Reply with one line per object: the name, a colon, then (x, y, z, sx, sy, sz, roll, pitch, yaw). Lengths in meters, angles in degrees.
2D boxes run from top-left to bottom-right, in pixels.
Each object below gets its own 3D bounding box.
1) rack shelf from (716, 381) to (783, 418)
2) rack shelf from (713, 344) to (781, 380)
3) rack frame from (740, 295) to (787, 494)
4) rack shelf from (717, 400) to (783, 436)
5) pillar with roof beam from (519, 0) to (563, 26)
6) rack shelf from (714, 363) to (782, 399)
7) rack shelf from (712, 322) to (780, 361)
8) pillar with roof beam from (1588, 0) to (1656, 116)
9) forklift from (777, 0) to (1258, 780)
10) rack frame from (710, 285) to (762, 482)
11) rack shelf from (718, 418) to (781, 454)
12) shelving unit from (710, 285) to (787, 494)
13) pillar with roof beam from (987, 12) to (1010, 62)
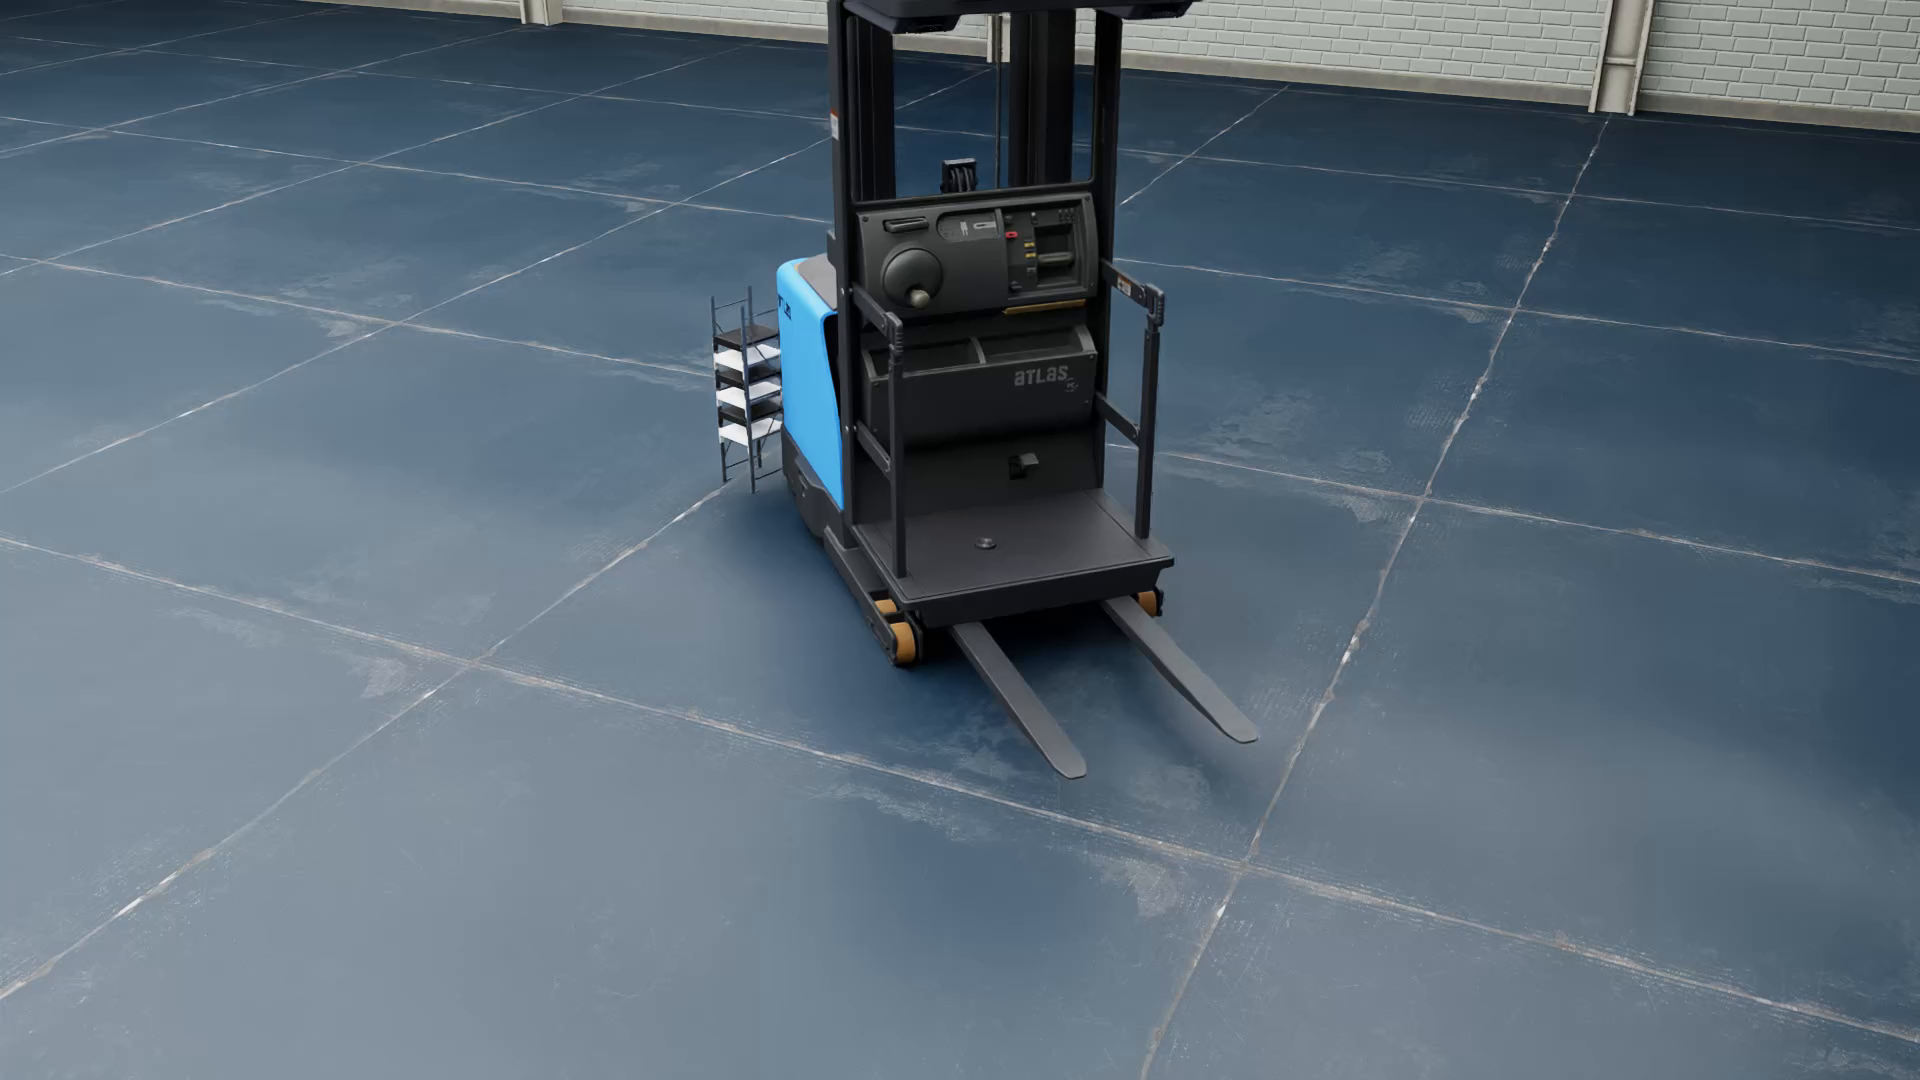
rack shelf: (-0.957, -0.657, 7.641, 0.200, 0.077, 0.258, 22, 34, 37)
rack shelf: (-0.957, -0.818, 7.561, 0.200, 0.077, 0.258, 22, 34, 37)
rack frame: (-0.882, -0.657, 7.565, 0.006, 0.900, 0.240, 22, 34, 37)
rack shelf: (-0.957, -0.576, 7.680, 0.200, 0.077, 0.258, 22, 34, 37)
pillar with roof beam: (-6.722, -8.439, 14.203, 0.400, 9.000, 9.100, 11, 28, 22)
rack shelf: (-0.957, -0.738, 7.601, 0.200, 0.077, 0.258, 22, 34, 37)
rack shelf: (-0.957, -0.899, 7.522, 0.200, 0.077, 0.258, 22, 34, 37)
pillar with roof beam: (4.202, -6.245, 9.746, 0.400, 9.000, 9.100, 11, 28, 22)
forklift: (0.151, -1.045, 6.054, 1.130, 2.935, 3.031, -9, 28, -17)
rack frame: (-1.032, -0.717, 7.688, 0.006, 0.900, 0.240, 22, 34, 37)
rack shelf: (-0.957, -0.495, 7.720, 0.200, 0.077, 0.258, 22, 34, 37)
shelving unit: (-0.957, -0.687, 7.626, 0.210, 0.900, 0.258, 22, 34, 37)
pillar with roof beam: (-1.260, -7.342, 11.974, 0.400, 9.000, 9.100, 11, 28, 22)
